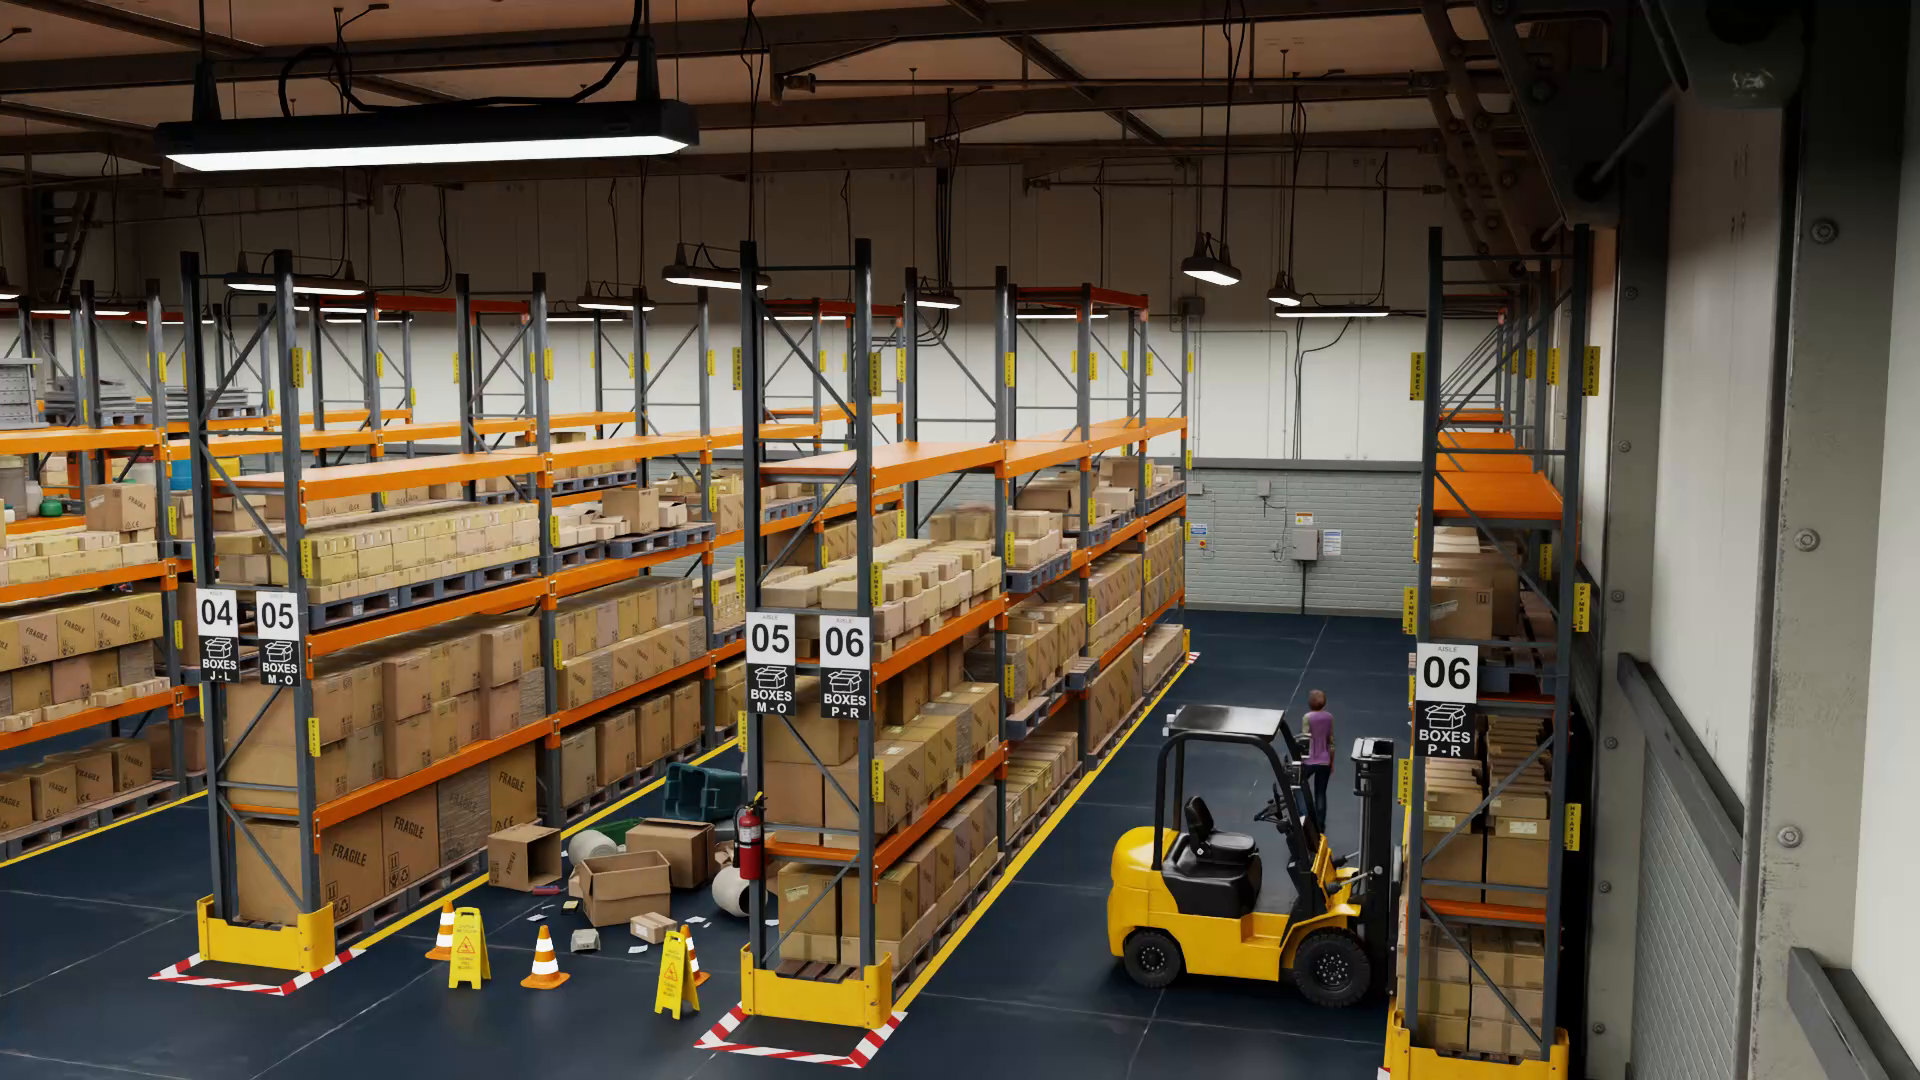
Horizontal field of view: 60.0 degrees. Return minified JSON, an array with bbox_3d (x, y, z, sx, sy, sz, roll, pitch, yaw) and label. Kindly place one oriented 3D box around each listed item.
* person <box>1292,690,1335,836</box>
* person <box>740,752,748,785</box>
[{"bbox_3d":[3.795,2.398,17.746,0.445,1.611,0.372,-2,7,-17],"label":"person"},{"bbox_3d":[-2.359,2.141,19.802,0.533,1.647,0.662,2,7,18],"label":"person"}]
